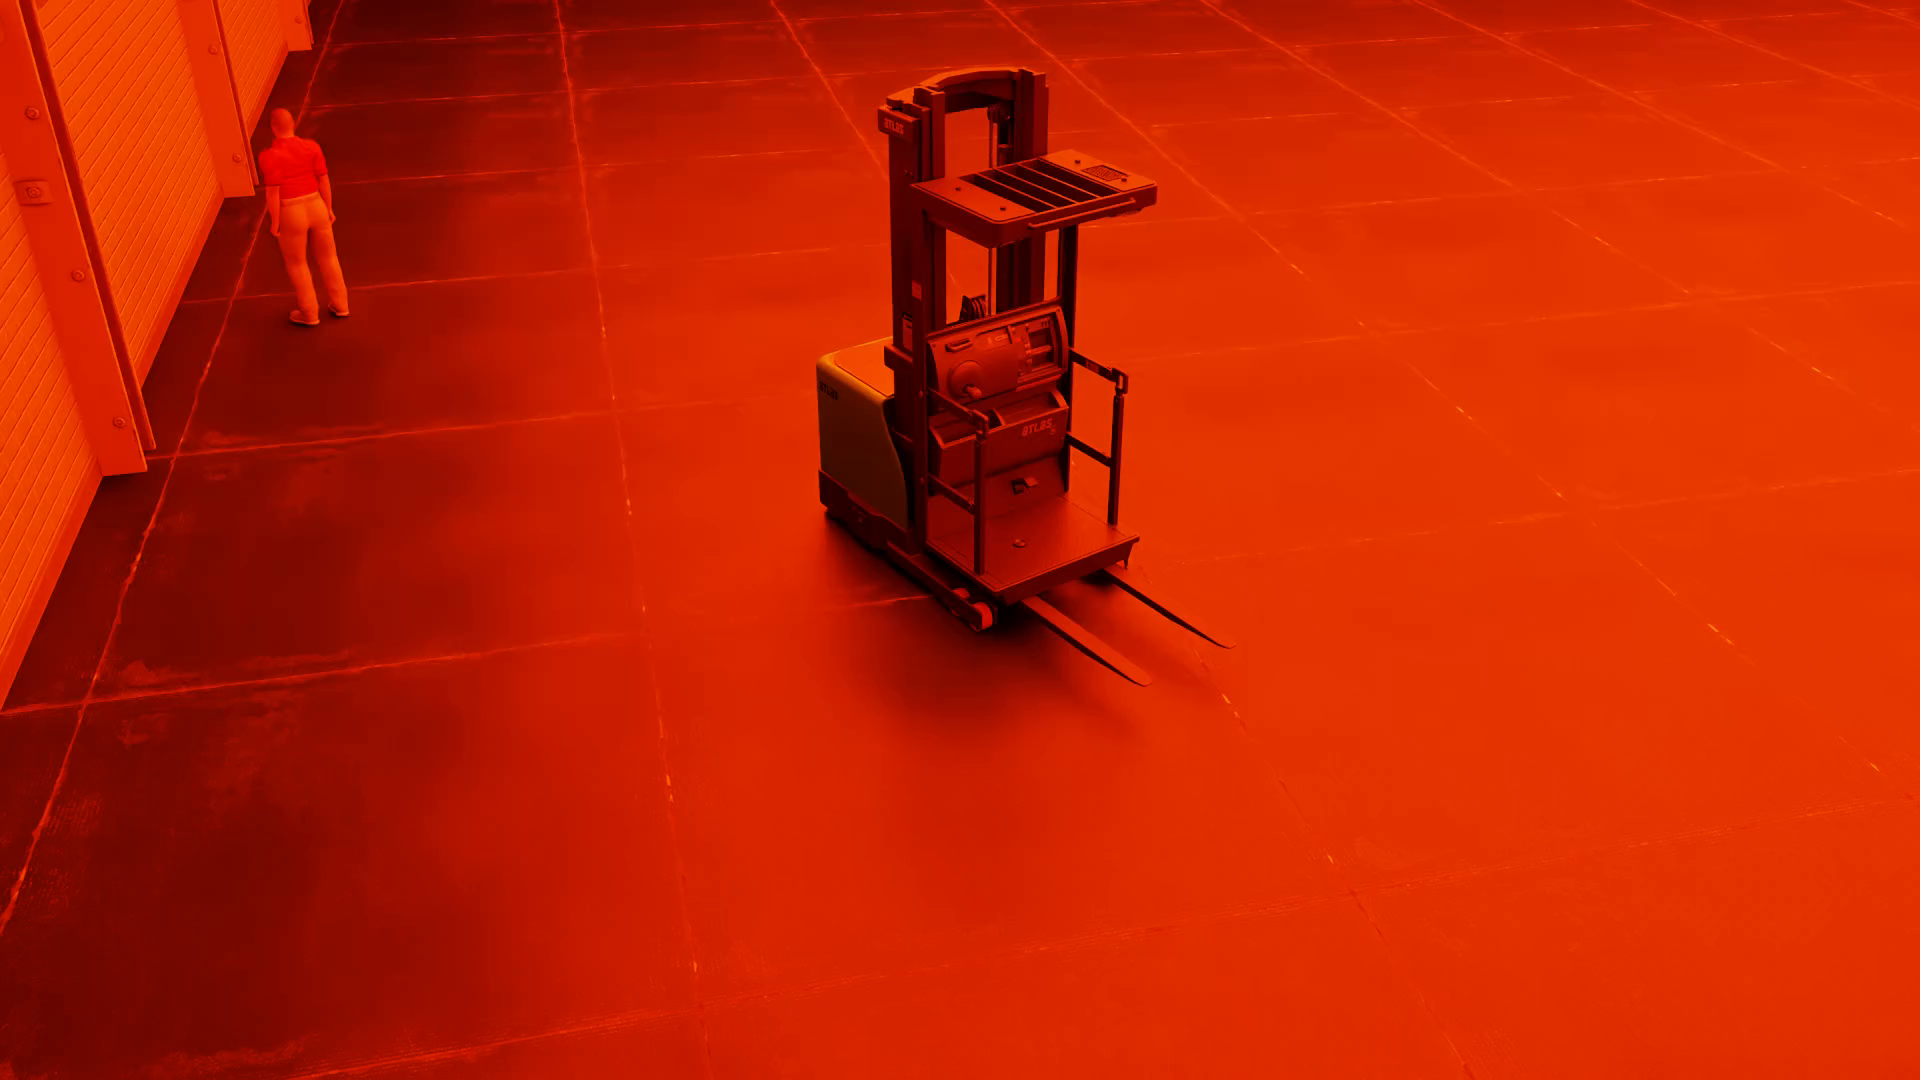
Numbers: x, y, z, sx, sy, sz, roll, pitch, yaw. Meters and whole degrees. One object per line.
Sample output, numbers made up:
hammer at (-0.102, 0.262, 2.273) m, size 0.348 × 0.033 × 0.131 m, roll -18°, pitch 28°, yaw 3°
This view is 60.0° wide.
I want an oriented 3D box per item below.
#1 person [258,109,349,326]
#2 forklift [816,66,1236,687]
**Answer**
person at (-5.247, -2.575, 13.225) m, size 0.526 × 1.729 × 0.362 m, roll -26°, pitch 39°, yaw -37°
forklift at (0.355, -1.021, 9.338) m, size 1.130 × 2.935 × 3.031 m, roll -20°, pitch 35°, yaw -30°
